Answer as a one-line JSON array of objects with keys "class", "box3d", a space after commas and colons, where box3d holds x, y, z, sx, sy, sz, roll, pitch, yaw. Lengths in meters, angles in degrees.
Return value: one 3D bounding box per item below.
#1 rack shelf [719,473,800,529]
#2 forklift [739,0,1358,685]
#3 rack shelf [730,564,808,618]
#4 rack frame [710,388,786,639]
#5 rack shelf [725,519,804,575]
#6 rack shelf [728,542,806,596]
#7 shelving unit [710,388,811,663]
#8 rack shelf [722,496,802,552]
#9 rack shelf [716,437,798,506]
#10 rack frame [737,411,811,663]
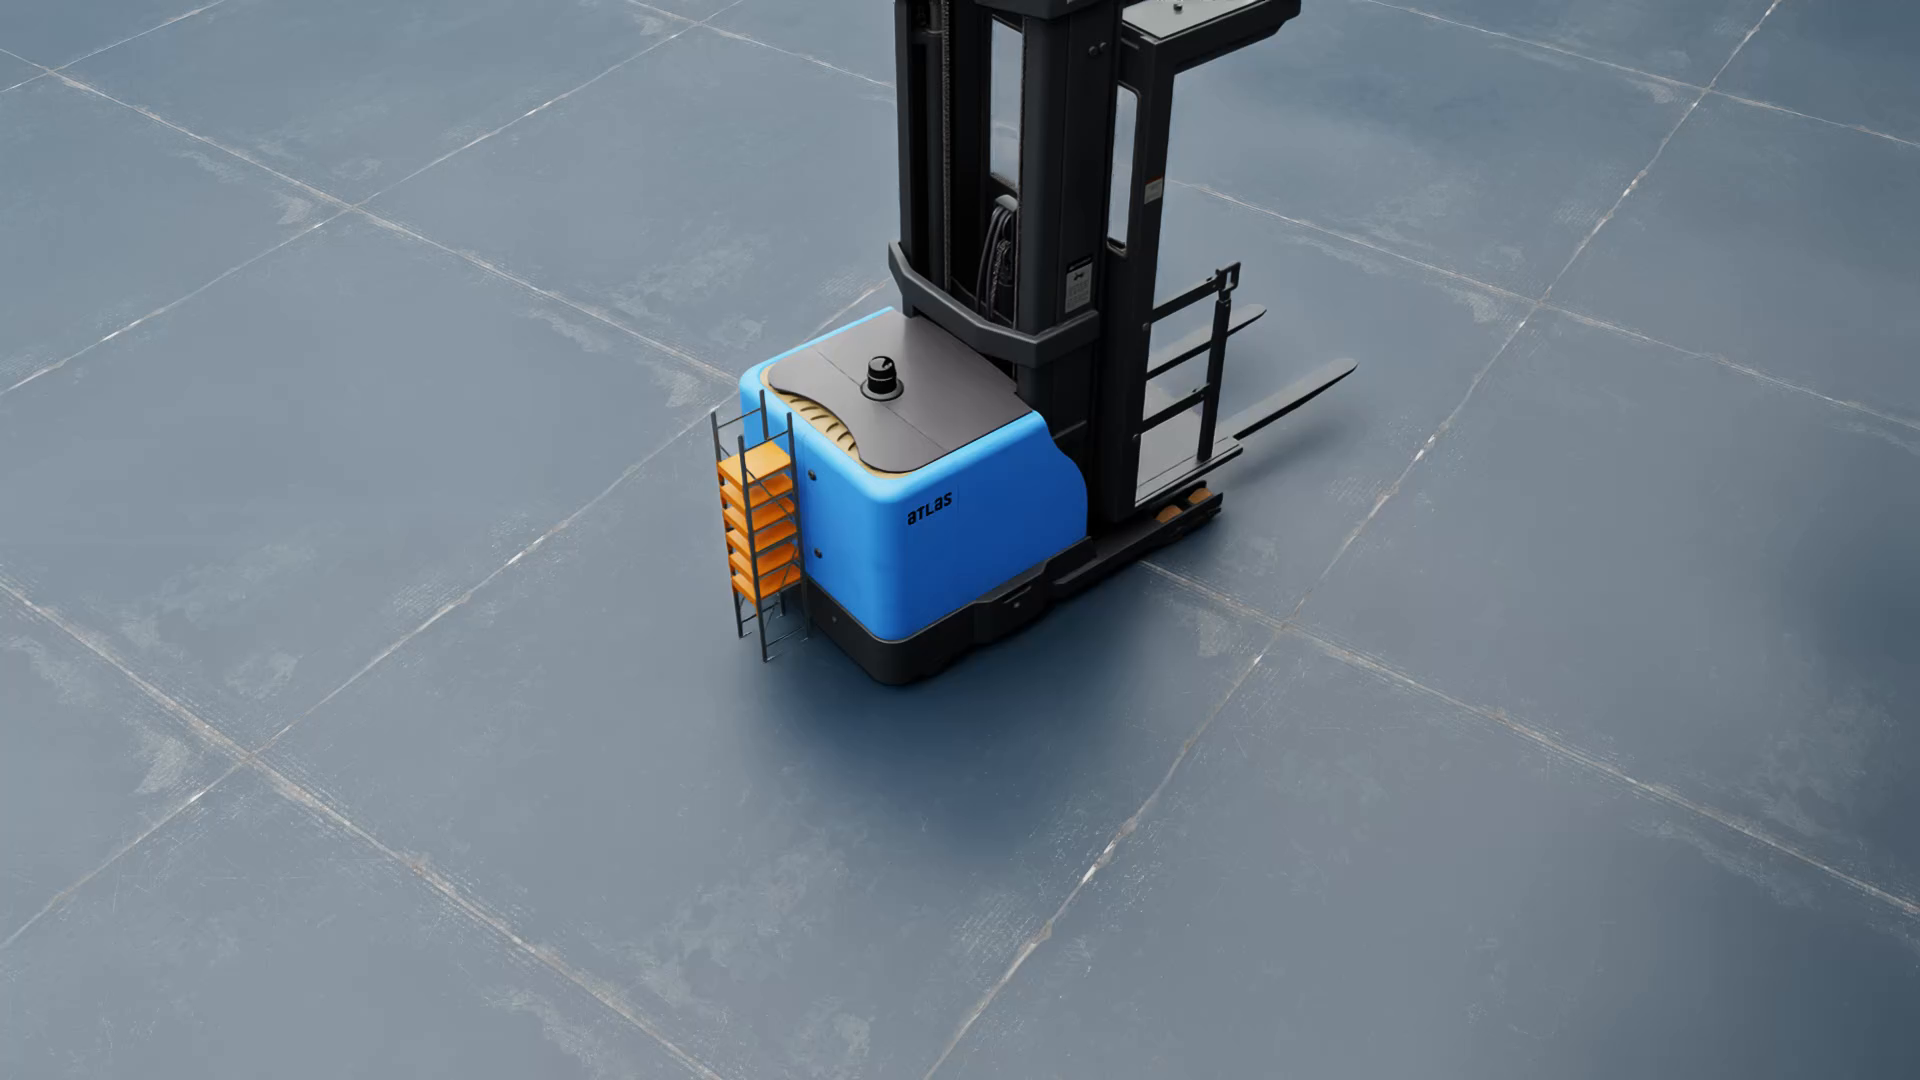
[{"class": "rack shelf", "box3d": [-0.783, -0.178, 6.504, 0.258, 0.103, 0.180, -28, 49, -28]}, {"class": "forklift", "box3d": [0.564, -1.330, 6.787, 3.031, 2.935, 1.130, -28, 49, -28]}, {"class": "rack shelf", "box3d": [-0.783, 0.180, 6.824, 0.258, 0.103, 0.180, -28, 49, -28]}, {"class": "rack frame", "box3d": [-0.841, -0.080, 6.687, 0.240, 1.200, 0.006, -28, 49, -28]}, {"class": "rack shelf", "box3d": [-0.783, 0.001, 6.664, 0.258, 0.103, 0.180, -28, 49, -28]}, {"class": "rack shelf", "box3d": [-0.783, 0.090, 6.744, 0.258, 0.103, 0.180, -28, 49, -28]}, {"class": "shelving unit", "box3d": [-0.783, -0.032, 6.634, 0.258, 1.200, 0.189, -28, 49, -28]}, {"class": "rack shelf", "box3d": [-0.783, -0.089, 6.584, 0.258, 0.103, 0.180, -28, 49, -28]}, {"class": "rack shelf", "box3d": [-0.784, -0.267, 6.424, 0.258, 0.103, 0.180, -28, 49, -28]}, {"class": "rack frame", "box3d": [-0.726, 0.015, 6.581, 0.240, 1.200, 0.006, -28, 49, -28]}]
